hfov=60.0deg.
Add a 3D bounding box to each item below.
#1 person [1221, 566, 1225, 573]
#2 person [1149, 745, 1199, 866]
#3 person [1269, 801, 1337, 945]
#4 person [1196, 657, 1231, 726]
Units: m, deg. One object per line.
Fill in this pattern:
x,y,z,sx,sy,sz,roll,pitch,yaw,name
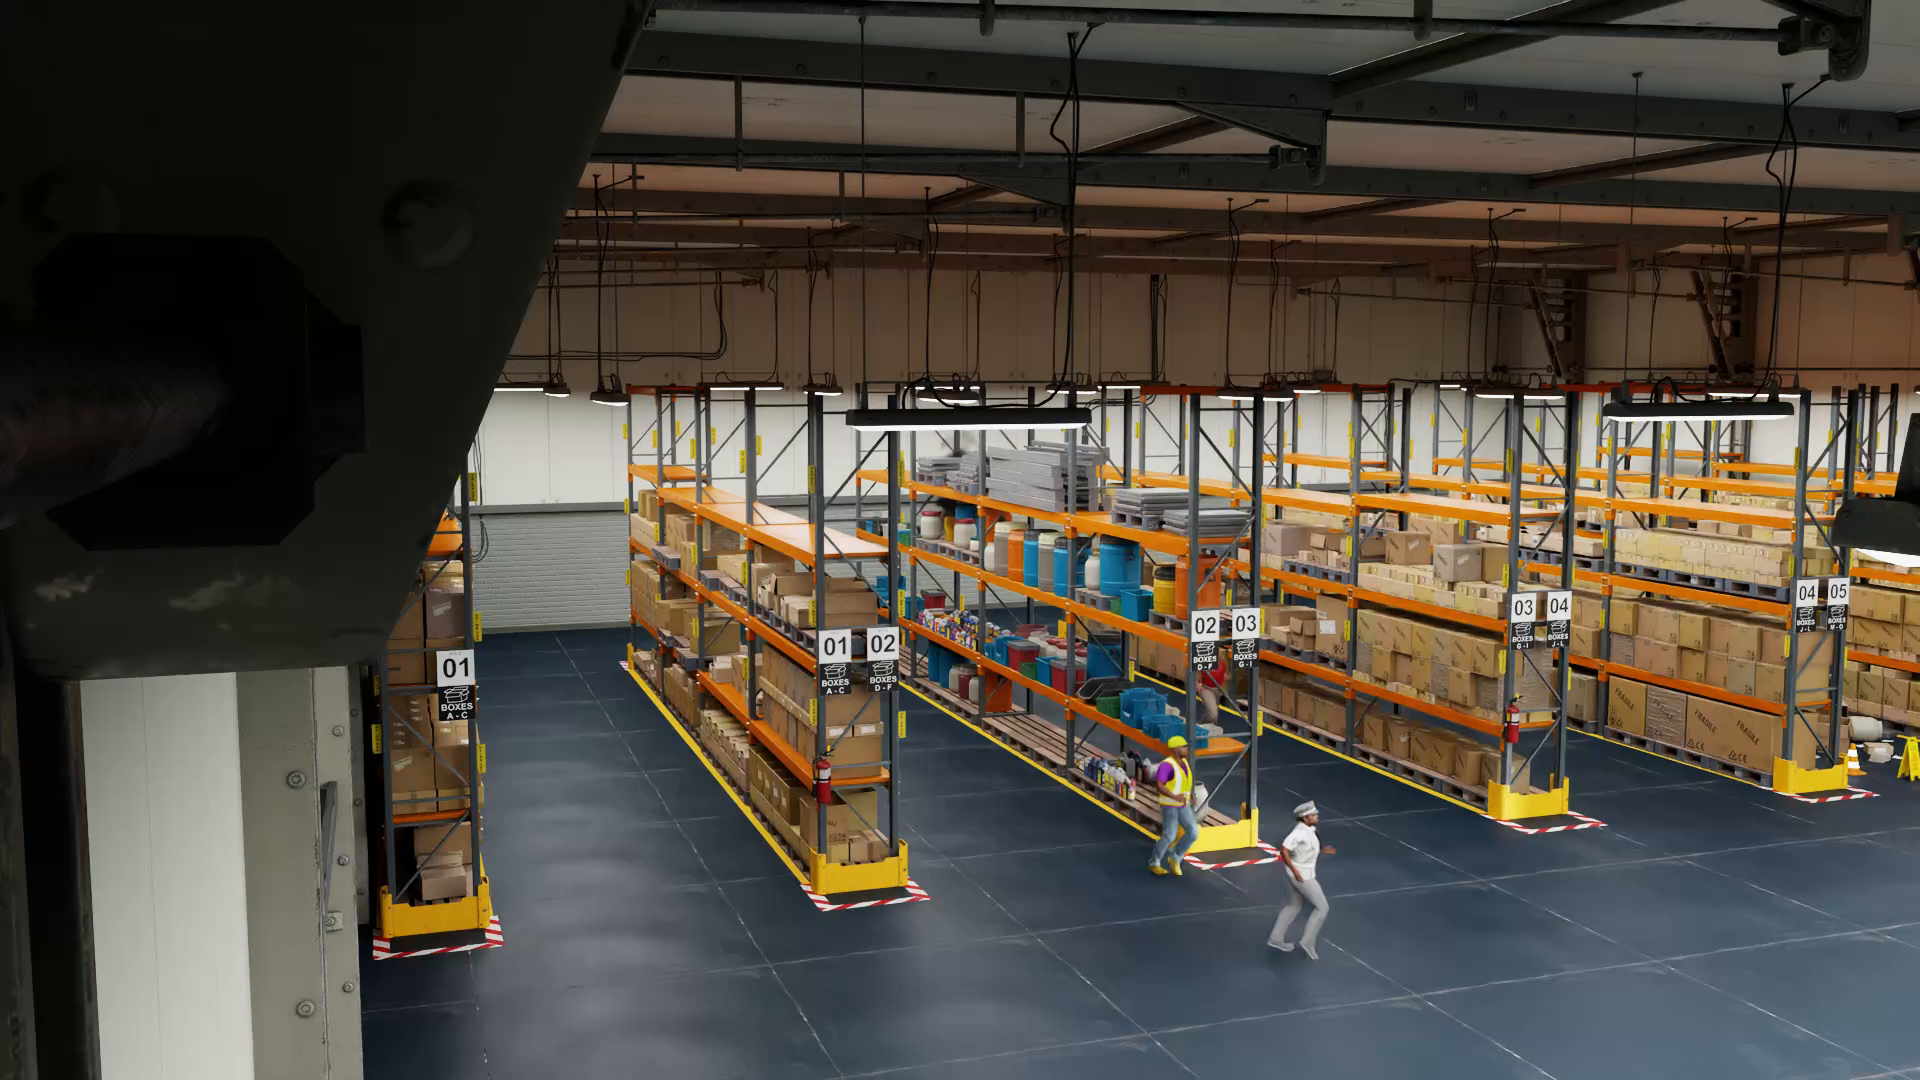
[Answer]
6.066,1.455,38.976,0.768,1.766,0.617,1,6,12,person
2.723,3.290,20.796,0.605,1.603,0.776,5,8,43,person
3.713,3.575,17.927,0.693,1.582,0.545,1,6,7,person
4.199,2.615,27.858,0.640,1.802,0.806,-4,7,-36,person
